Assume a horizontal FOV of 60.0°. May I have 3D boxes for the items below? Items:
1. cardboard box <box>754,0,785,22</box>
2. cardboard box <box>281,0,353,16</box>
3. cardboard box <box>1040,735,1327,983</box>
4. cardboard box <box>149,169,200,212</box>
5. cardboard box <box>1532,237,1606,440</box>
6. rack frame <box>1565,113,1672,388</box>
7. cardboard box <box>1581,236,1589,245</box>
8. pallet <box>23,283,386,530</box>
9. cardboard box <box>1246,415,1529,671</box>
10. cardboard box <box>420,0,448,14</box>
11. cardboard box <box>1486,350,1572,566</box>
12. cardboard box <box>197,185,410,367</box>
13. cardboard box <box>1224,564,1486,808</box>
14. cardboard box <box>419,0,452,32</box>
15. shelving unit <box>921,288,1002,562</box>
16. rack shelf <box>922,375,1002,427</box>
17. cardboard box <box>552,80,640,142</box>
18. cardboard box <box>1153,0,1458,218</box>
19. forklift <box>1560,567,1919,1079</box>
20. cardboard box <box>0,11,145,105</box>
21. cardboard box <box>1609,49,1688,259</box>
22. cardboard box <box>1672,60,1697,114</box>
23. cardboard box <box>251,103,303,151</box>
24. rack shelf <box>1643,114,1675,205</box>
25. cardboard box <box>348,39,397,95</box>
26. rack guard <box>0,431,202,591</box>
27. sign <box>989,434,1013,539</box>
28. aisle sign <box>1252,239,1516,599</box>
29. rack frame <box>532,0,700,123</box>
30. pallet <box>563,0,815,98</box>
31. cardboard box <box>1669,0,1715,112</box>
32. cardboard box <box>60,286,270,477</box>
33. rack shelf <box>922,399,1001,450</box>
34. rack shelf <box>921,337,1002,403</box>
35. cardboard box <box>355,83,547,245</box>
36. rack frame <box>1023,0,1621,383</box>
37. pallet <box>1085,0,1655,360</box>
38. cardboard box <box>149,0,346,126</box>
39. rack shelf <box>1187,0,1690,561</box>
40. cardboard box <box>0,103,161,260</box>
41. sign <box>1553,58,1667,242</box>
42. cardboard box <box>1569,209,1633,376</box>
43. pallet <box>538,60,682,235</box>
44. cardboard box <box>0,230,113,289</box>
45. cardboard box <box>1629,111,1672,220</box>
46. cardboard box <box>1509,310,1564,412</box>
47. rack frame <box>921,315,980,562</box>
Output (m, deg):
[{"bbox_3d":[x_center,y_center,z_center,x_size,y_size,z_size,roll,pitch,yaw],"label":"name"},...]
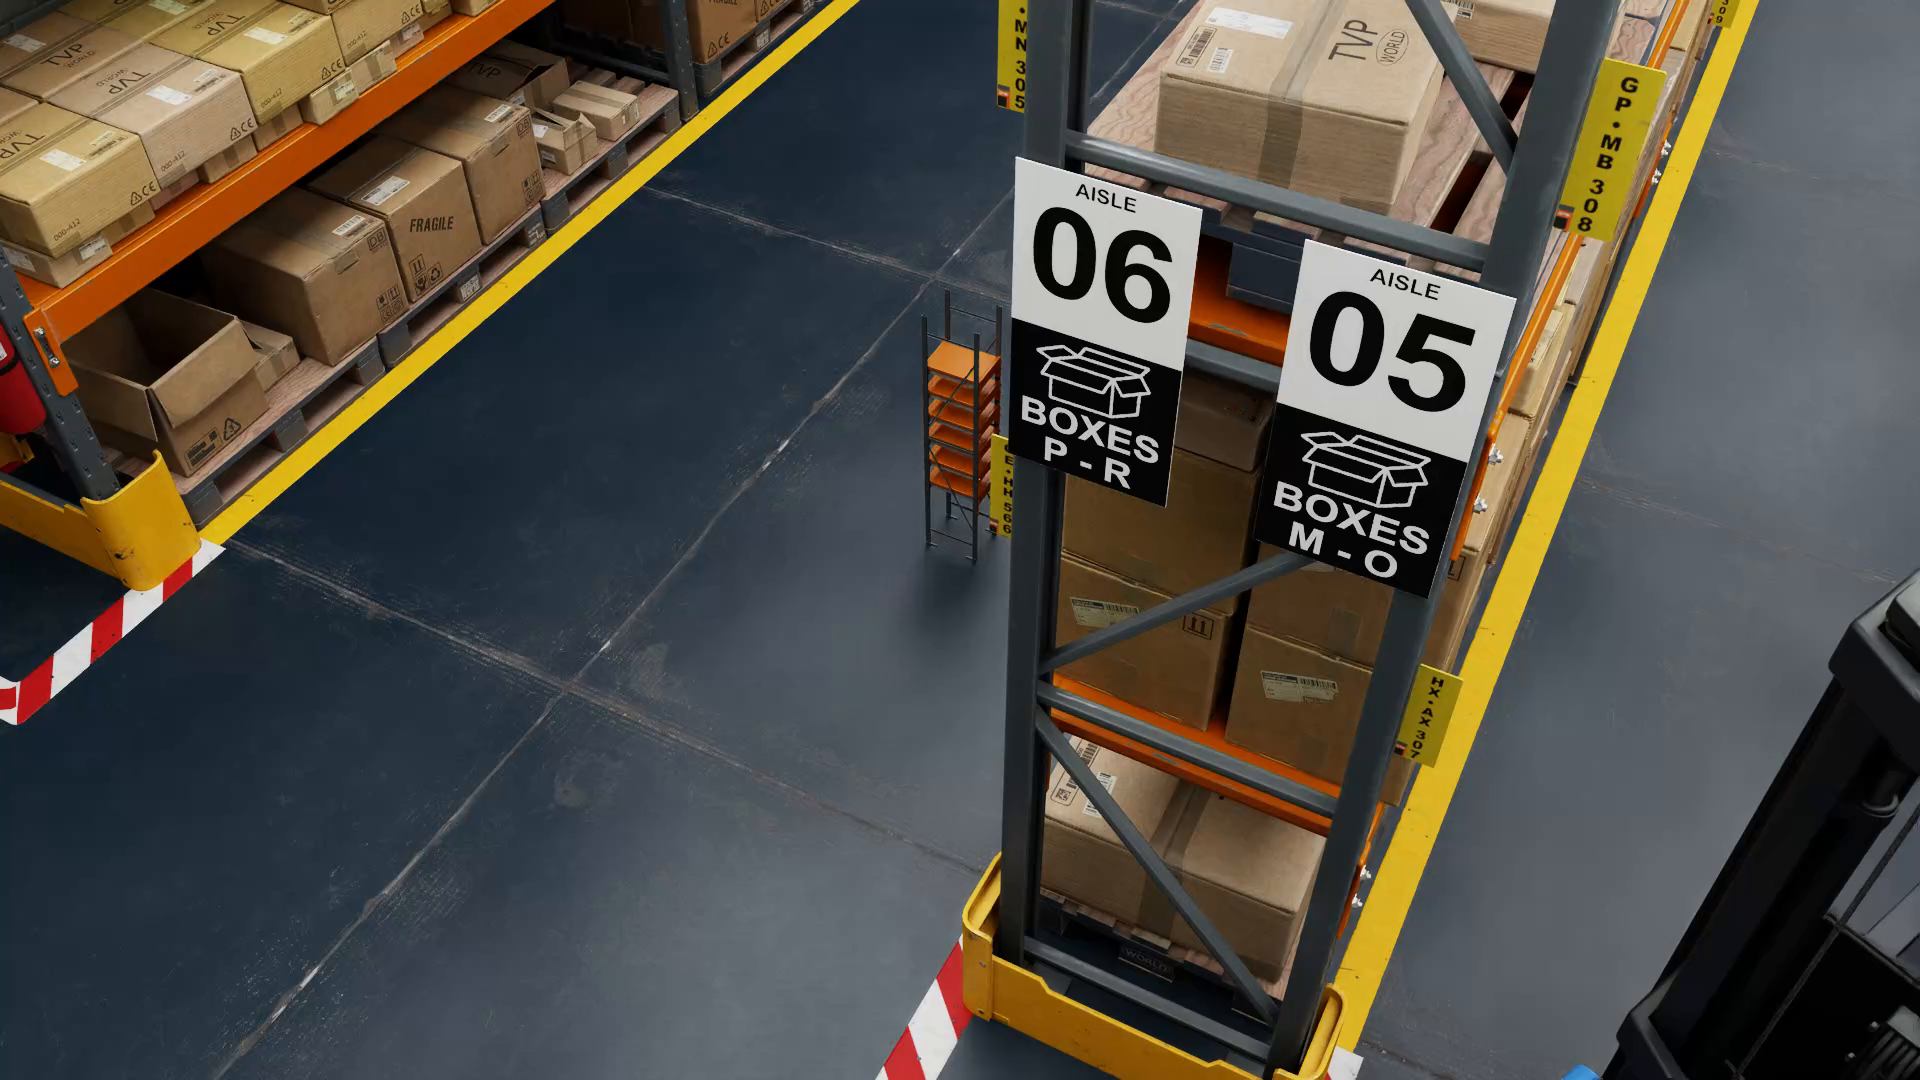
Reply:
[{"bbox_3d":[-1.285,-3.439,9.782,0.500,0.500,0.500,20,49,19],"label":"cardboard box"},{"bbox_3d":[-2.659,-2.538,6.798,0.500,0.500,0.500,22,49,20],"label":"cardboard box"},{"bbox_3d":[0.811,0.860,5.577,0.875,0.438,0.875,19,48,18],"label":"cardboard box"},{"bbox_3d":[-3.241,-1.461,6.542,0.380,0.149,0.250,20,49,19],"label":"cardboard box"},{"bbox_3d":[1.535,-0.694,4.833,0.500,0.500,0.500,20,49,19],"label":"cardboard box"},{"bbox_3d":[2.451,-1.964,6.862,1.000,3.000,0.127,20,49,19],"label":"rack frame"},{"bbox_3d":[1.619,-1.003,4.683,0.380,0.149,0.250,21,49,19],"label":"cardboard box"},{"bbox_3d":[-3.400,-0.651,7.525,1.003,0.211,1.213,20,49,19],"label":"pallet"},{"bbox_3d":[1.069,-0.039,4.186,0.500,0.500,0.500,19,48,18],"label":"cardboard box"},{"bbox_3d":[-2.431,-2.621,7.407,0.500,0.250,0.500,20,49,19],"label":"cardboard box"},{"bbox_3d":[1.533,-0.329,5.176,0.500,0.500,0.500,20,49,19],"label":"cardboard box"},{"bbox_3d":[-3.005,-1.229,7.598,0.700,0.500,0.500,22,49,21],"label":"cardboard box"},{"bbox_3d":[1.071,0.313,4.541,0.500,0.500,0.500,20,49,19],"label":"cardboard box"},{"bbox_3d":[-2.531,-2.433,7.502,0.380,0.149,0.250,21,49,20],"label":"cardboard box"},{"bbox_3d":[0.007,-0.431,6.612,0.258,1.200,0.189,20,49,19],"label":"shelving unit"},{"bbox_3d":[0.007,-0.568,6.473,0.258,0.103,0.180,20,49,19],"label":"rack shelf"},{"bbox_3d":[-1.946,-2.298,8.901,0.380,0.149,0.250,19,48,18],"label":"cardboard box"},{"bbox_3d":[0.723,-0.942,3.483,0.500,0.250,0.500,16,48,15],"label":"cardboard box"},{"bbox_3d":[2.450,1.018,3.963,3.031,2.935,1.130,-29,52,-25],"label":"forklift"},{"bbox_3d":[-3.586,-1.834,6.630,0.500,0.250,0.500,21,49,19],"label":"cardboard box"},{"bbox_3d":[2.005,-1.321,5.454,0.500,0.500,0.500,21,49,20],"label":"cardboard box"},{"bbox_3d":[2.889,-2.101,7.103,0.500,0.250,0.500,19,48,18],"label":"cardboard box"},{"bbox_3d":[-2.951,-1.770,6.846,0.380,0.149,0.250,21,49,20],"label":"cardboard box"},{"bbox_3d":[3.379,-2.971,8.363,1.077,0.370,4.000,20,49,19],"label":"rack shelf"},{"bbox_3d":[-2.663,-2.077,7.150,0.380,0.149,0.250,22,49,20],"label":"cardboard box"},{"bbox_3d":[-3.769,-0.250,6.925,1.175,0.500,0.348,20,49,19],"label":"rack guard"},{"bbox_3d":[0.120,-0.122,4.061,0.100,0.325,0.005,20,49,19],"label":"sign"},{"bbox_3d":[0.817,-0.217,3.308,0.394,0.787,0.004,20,49,19],"label":"aisle sign"},{"bbox_3d":[-1.948,-3.601,8.479,1.000,3.000,0.127,20,49,19],"label":"rack frame"},{"bbox_3d":[-1.604,-3.145,9.990,1.003,0.211,1.213,20,49,19],"label":"pallet"},{"bbox_3d":[2.476,-1.962,6.087,0.500,0.500,0.500,20,49,19],"label":"cardboard box"},{"bbox_3d":[-3.437,-0.705,7.077,0.797,0.503,0.637,19,48,18],"label":"cardboard box"},{"bbox_3d":[0.007,-0.484,6.558,0.258,0.103,0.180,20,49,19],"label":"rack shelf"},{"bbox_3d":[0.007,-0.653,6.388,0.258,0.103,0.180,20,49,19],"label":"rack shelf"},{"bbox_3d":[-2.523,-1.883,8.244,0.700,0.500,0.500,19,48,18],"label":"cardboard box"},{"bbox_3d":[0.594,-1.553,2.238,1.000,3.000,0.127,20,49,19],"label":"rack frame"},{"bbox_3d":[0.929,-0.938,3.802,1.003,0.211,1.213,20,49,19],"label":"pallet"},{"bbox_3d":[-2.889,-1.967,6.762,0.500,0.250,0.500,20,49,18],"label":"cardboard box"},{"bbox_3d":[1.522,-1.506,4.806,1.077,0.370,4.000,20,49,19],"label":"rack shelf"},{"bbox_3d":[-3.355,-1.329,6.131,0.500,0.250,0.500,21,49,19],"label":"cardboard box"},{"bbox_3d":[1.082,-0.647,2.781,0.100,0.325,0.005,20,49,19],"label":"sign"},{"bbox_3d":[2.007,-0.975,5.814,0.500,0.500,0.500,20,49,18],"label":"cardboard box"},{"bbox_3d":[-2.267,-2.188,9.044,1.003,0.211,1.213,20,49,19],"label":"pallet"},{"bbox_3d":[-3.409,-1.109,6.193,0.380,0.149,0.250,20,49,19],"label":"cardboard box"},{"bbox_3d":[2.462,-1.623,6.454,0.500,0.500,0.500,21,49,19],"label":"cardboard box"},{"bbox_3d":[1.285,-0.506,4.191,0.380,0.149,0.250,22,49,20],"label":"cardboard box"},{"bbox_3d":[-0.036,-0.373,6.555,0.240,1.200,0.006,20,49,19],"label":"rack frame"}]
